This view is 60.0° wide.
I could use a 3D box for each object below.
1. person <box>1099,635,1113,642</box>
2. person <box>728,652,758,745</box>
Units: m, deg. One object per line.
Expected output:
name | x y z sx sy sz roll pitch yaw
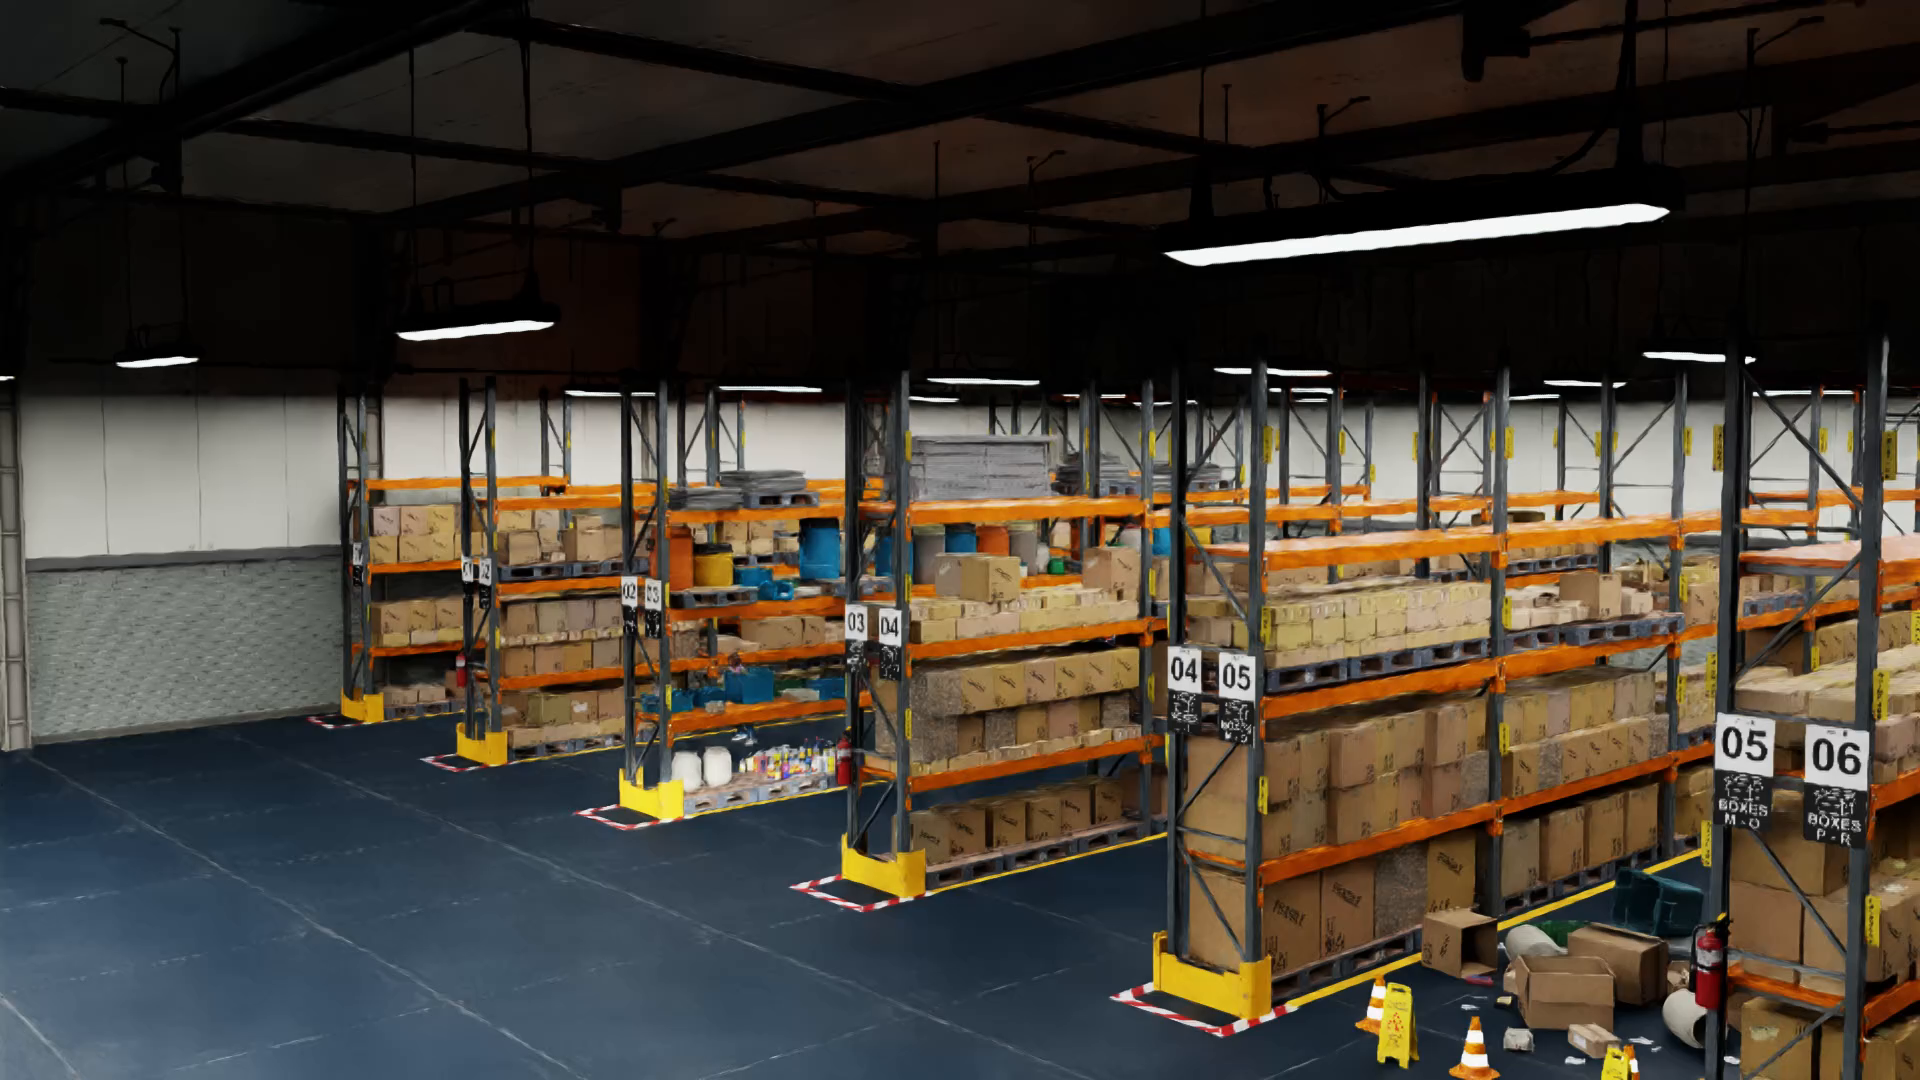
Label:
person | 2.749 2.186 32.607 1.126 1.645 0.542 -3 5 -39
person | -3.605 2.603 27.403 0.519 1.541 0.566 -4 5 -44
